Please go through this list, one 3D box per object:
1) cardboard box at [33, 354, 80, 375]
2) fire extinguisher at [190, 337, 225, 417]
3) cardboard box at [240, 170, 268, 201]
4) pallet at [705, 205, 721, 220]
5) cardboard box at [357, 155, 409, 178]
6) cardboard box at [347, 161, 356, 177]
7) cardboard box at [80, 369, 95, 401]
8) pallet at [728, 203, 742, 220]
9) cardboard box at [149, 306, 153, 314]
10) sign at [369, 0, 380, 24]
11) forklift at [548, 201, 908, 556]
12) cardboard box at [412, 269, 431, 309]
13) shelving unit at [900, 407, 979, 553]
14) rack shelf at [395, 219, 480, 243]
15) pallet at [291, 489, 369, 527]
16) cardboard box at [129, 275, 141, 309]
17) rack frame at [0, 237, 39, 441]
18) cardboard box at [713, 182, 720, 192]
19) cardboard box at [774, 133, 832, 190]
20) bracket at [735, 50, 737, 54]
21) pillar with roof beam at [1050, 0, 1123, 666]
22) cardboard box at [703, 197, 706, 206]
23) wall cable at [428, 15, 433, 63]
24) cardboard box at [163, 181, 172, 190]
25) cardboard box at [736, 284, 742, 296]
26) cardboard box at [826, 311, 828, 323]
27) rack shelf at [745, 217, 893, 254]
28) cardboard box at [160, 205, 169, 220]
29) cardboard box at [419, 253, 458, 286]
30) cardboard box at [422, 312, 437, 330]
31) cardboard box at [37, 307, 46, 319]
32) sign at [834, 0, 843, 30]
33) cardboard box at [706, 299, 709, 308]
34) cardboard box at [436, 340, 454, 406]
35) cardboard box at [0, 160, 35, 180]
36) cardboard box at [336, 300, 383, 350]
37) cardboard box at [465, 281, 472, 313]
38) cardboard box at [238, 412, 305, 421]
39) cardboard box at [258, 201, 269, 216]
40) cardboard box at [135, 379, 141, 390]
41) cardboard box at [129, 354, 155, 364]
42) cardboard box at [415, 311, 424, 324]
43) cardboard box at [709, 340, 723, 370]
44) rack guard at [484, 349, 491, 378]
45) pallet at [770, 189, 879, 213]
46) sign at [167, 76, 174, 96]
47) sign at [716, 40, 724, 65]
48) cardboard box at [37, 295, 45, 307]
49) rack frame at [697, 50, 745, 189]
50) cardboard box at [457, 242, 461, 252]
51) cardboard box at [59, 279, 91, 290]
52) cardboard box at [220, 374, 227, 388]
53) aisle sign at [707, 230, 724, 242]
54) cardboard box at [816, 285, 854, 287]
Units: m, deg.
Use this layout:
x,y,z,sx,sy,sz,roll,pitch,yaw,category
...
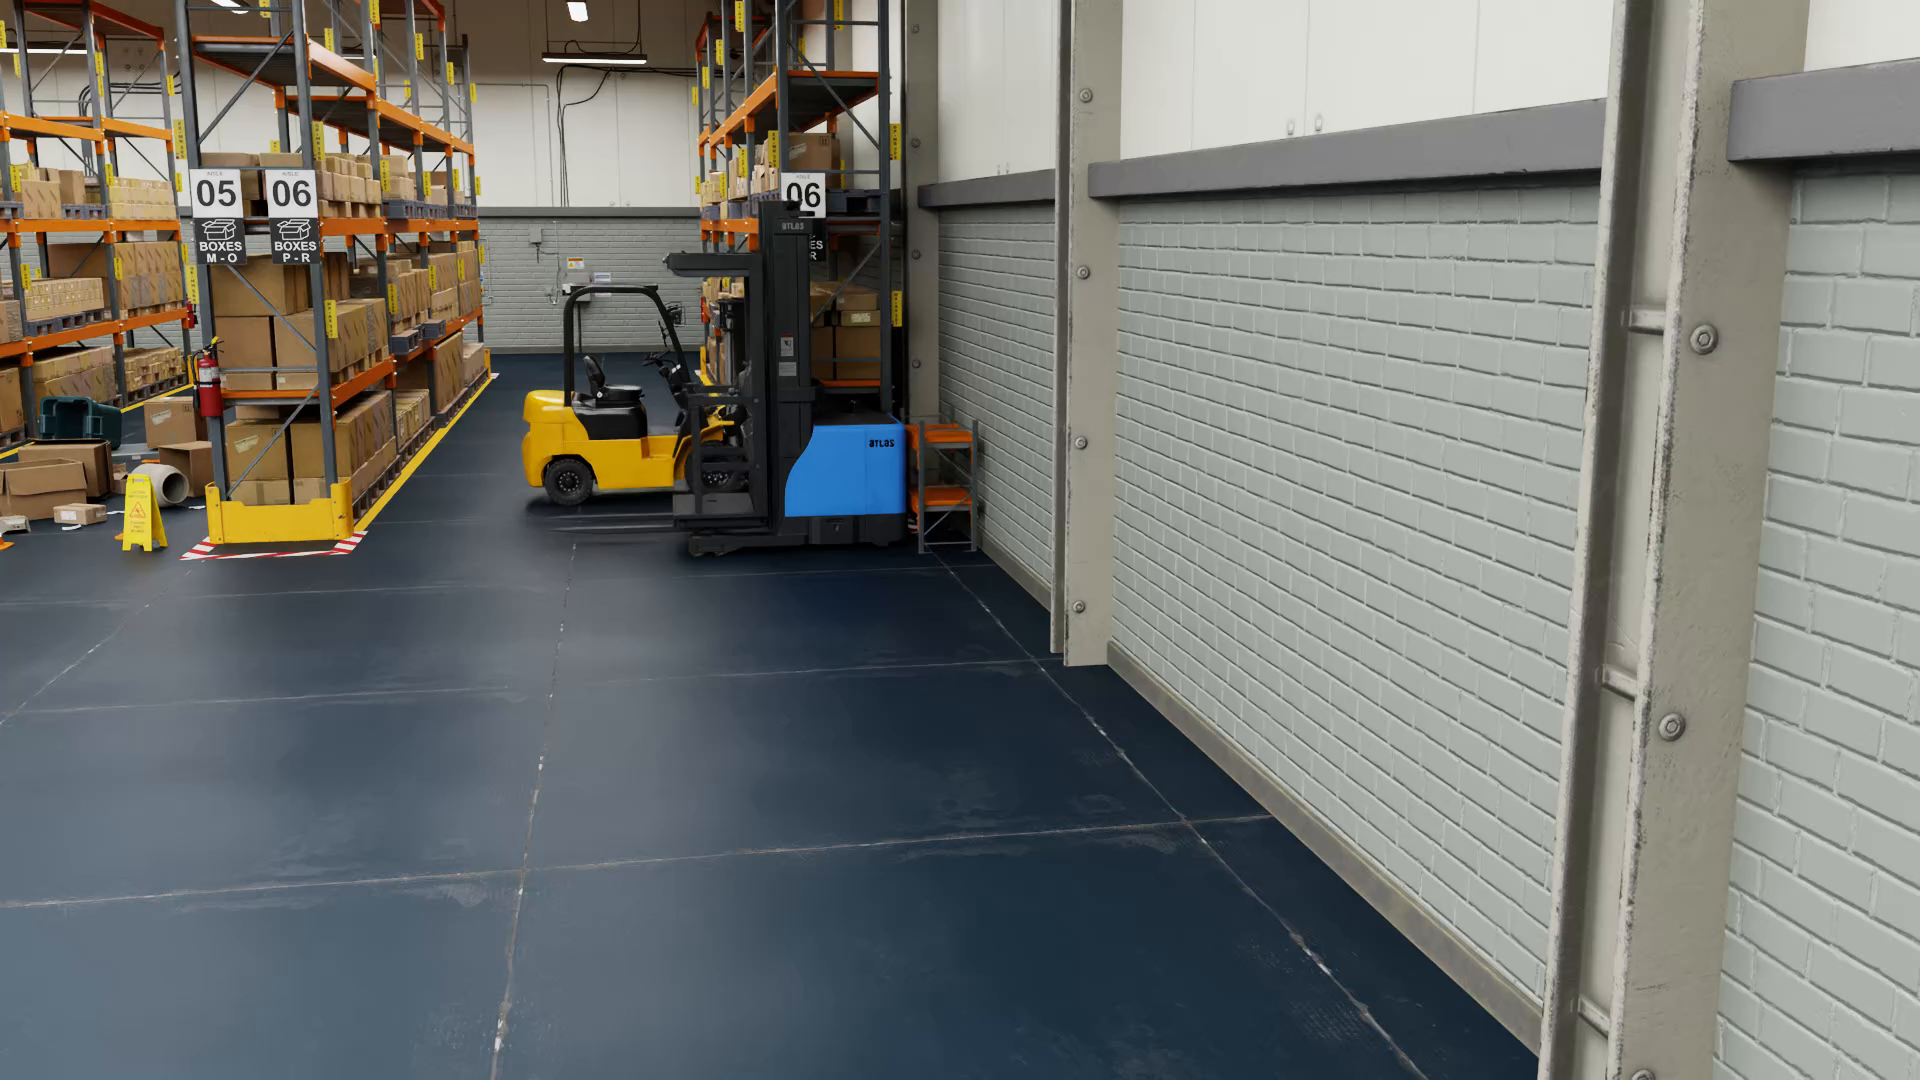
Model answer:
x,y,z,sx,sy,sz,roll,pitch,yaw,category
-12.474,-2.411,22.900,0.500,0.250,0.500,-2,11,-11,cardboard box
-6.433,-1.401,14.240,0.296,0.674,0.183,-2,11,-11,fire extinguisher
-6.368,-3.107,14.579,0.500,0.250,0.500,-2,11,-12,cardboard box
-3.207,-4.927,25.043,1.213,0.211,1.003,-2,11,-11,pallet
-6.609,-4.275,19.051,0.500,0.250,0.500,-2,11,-12,cardboard box
-6.111,-3.621,16.215,0.380,0.149,0.250,-2,11,-10,cardboard box
-12.587,-2.142,23.491,0.500,0.500,0.500,-2,11,-12,cardboard box
-2.472,-4.384,22.192,1.213,0.211,1.003,-2,11,-8,pallet
-13.379,-3.752,27.059,0.380,0.149,0.250,-2,11,-10,cardboard box
-6.246,-5.671,17.716,0.100,0.325,0.005,-2,11,-11,sign
-2.014,-1.410,14.265,3.031,2.935,1.130,-2,11,-10,forklift
-7.199,-3.272,21.679,0.500,0.500,0.500,-2,11,-13,cardboard box
-0.199,-0.544,14.536,0.538,1.125,1.048,-2,11,-11,shelving unit
-8.727,-5.164,27.709,1.077,0.370,4.000,-2,11,-11,rack shelf
-6.142,-0.271,15.555,1.003,0.211,1.213,-2,11,-11,pallet
-13.126,-3.865,25.915,0.500,0.500,0.500,-2,11,-11,cardboard box
-12.395,-2.745,21.097,1.000,3.000,0.127,-2,11,-11,rack frame
-3.484,-5.259,24.769,0.380,0.149,0.250,-2,11,-11,cardboard box
-1.461,-3.508,15.425,0.500,0.500,0.500,-2,11,-9,cardboard box
-4.860,-10.410,35.698,0.076,0.066,5.218,-2,11,-11,bracket
-3.443,-3.508,9.061,9.100,9.000,0.400,-2,11,-11,pillar with roof beam
-4.223,-5.860,29.046,0.500,0.250,0.500,-2,11,-13,cardboard box
-12.016,-11.281,33.856,2.355,3.000,0.029,-2,11,-11,wall cable
-13.599,-6.003,28.191,0.380,0.149,0.250,-2,11,-12,cardboard box
-2.790,-3.328,22.159,0.380,0.149,0.250,-2,11,-9,cardboard box
-1.100,-2.187,16.161,0.380,0.149,0.250,-2,11,-12,cardboard box
-1.524,-3.145,17.097,1.077,0.370,4.000,-2,11,-11,rack shelf
-13.497,-5.445,27.661,0.500,0.250,0.500,-2,11,-11,cardboard box
-8.004,-4.145,25.509,0.500,0.500,0.500,-2,11,-9,cardboard box
-7.408,-2.969,22.674,0.500,0.250,0.500,-2,11,-12,cardboard box
-12.389,-3.016,22.069,0.380,0.149,0.250,-2,11,-8,cardboard box
-1.364,-5.891,18.657,0.100,0.325,0.005,-2,11,-11,sign
-4.251,-4.160,29.204,0.380,0.149,0.250,-2,11,-13,cardboard box
-7.782,-2.400,23.841,0.875,0.875,0.875,-2,11,-10,cardboard box
-12.304,-4.823,21.675,0.396,0.266,0.258,-2,11,-11,cardboard box
-6.344,-2.239,17.373,0.500,0.500,0.500,-2,11,-9,cardboard box
-8.356,-4.006,27.454,0.500,0.500,0.500,-2,11,-11,cardboard box
-6.520,-0.933,15.803,0.500,0.500,0.500,-2,11,-9,cardboard box
-6.446,-2.976,14.961,0.380,0.149,0.250,-2,11,-9,cardboard box
-12.981,-2.412,25.847,0.380,0.149,0.250,-2,11,-9,cardboard box
-13.316,-2.935,27.005,0.380,0.149,0.250,-2,11,-11,cardboard box
-6.941,-2.787,20.868,0.380,0.149,0.250,-2,11,-10,cardboard box
-4.093,-3.297,29.557,0.700,0.500,0.500,-2,11,-9,cardboard box
-9.120,-3.187,30.106,1.175,0.500,0.348,-2,11,-11,rack guard
-1.248,-3.218,15.797,1.003,0.211,1.213,-2,11,-11,pallet
-13.403,-7.713,28.229,0.100,0.325,0.005,-2,11,-11,sign
-3.222,-6.548,22.323,0.100,0.325,0.005,-2,11,-11,sign
-12.402,-3.169,22.075,0.380,0.149,0.250,-2,11,-13,cardboard box
-4.247,-7.539,30.240,1.000,3.000,0.127,-2,11,-11,rack frame
-8.289,-4.743,26.918,0.380,0.149,0.250,-2,11,-11,cardboard box
-12.802,-3.691,24.022,0.380,0.149,0.250,-2,11,-13,cardboard box
-6.444,-1.456,14.997,0.380,0.149,0.250,-2,11,-12,cardboard box
-4.549,-5.871,30.568,0.394,0.787,0.004,-2,11,-11,aisle sign
-1.341,-2.670,17.905,0.380,0.149,0.250,-2,11,-12,cardboard box
